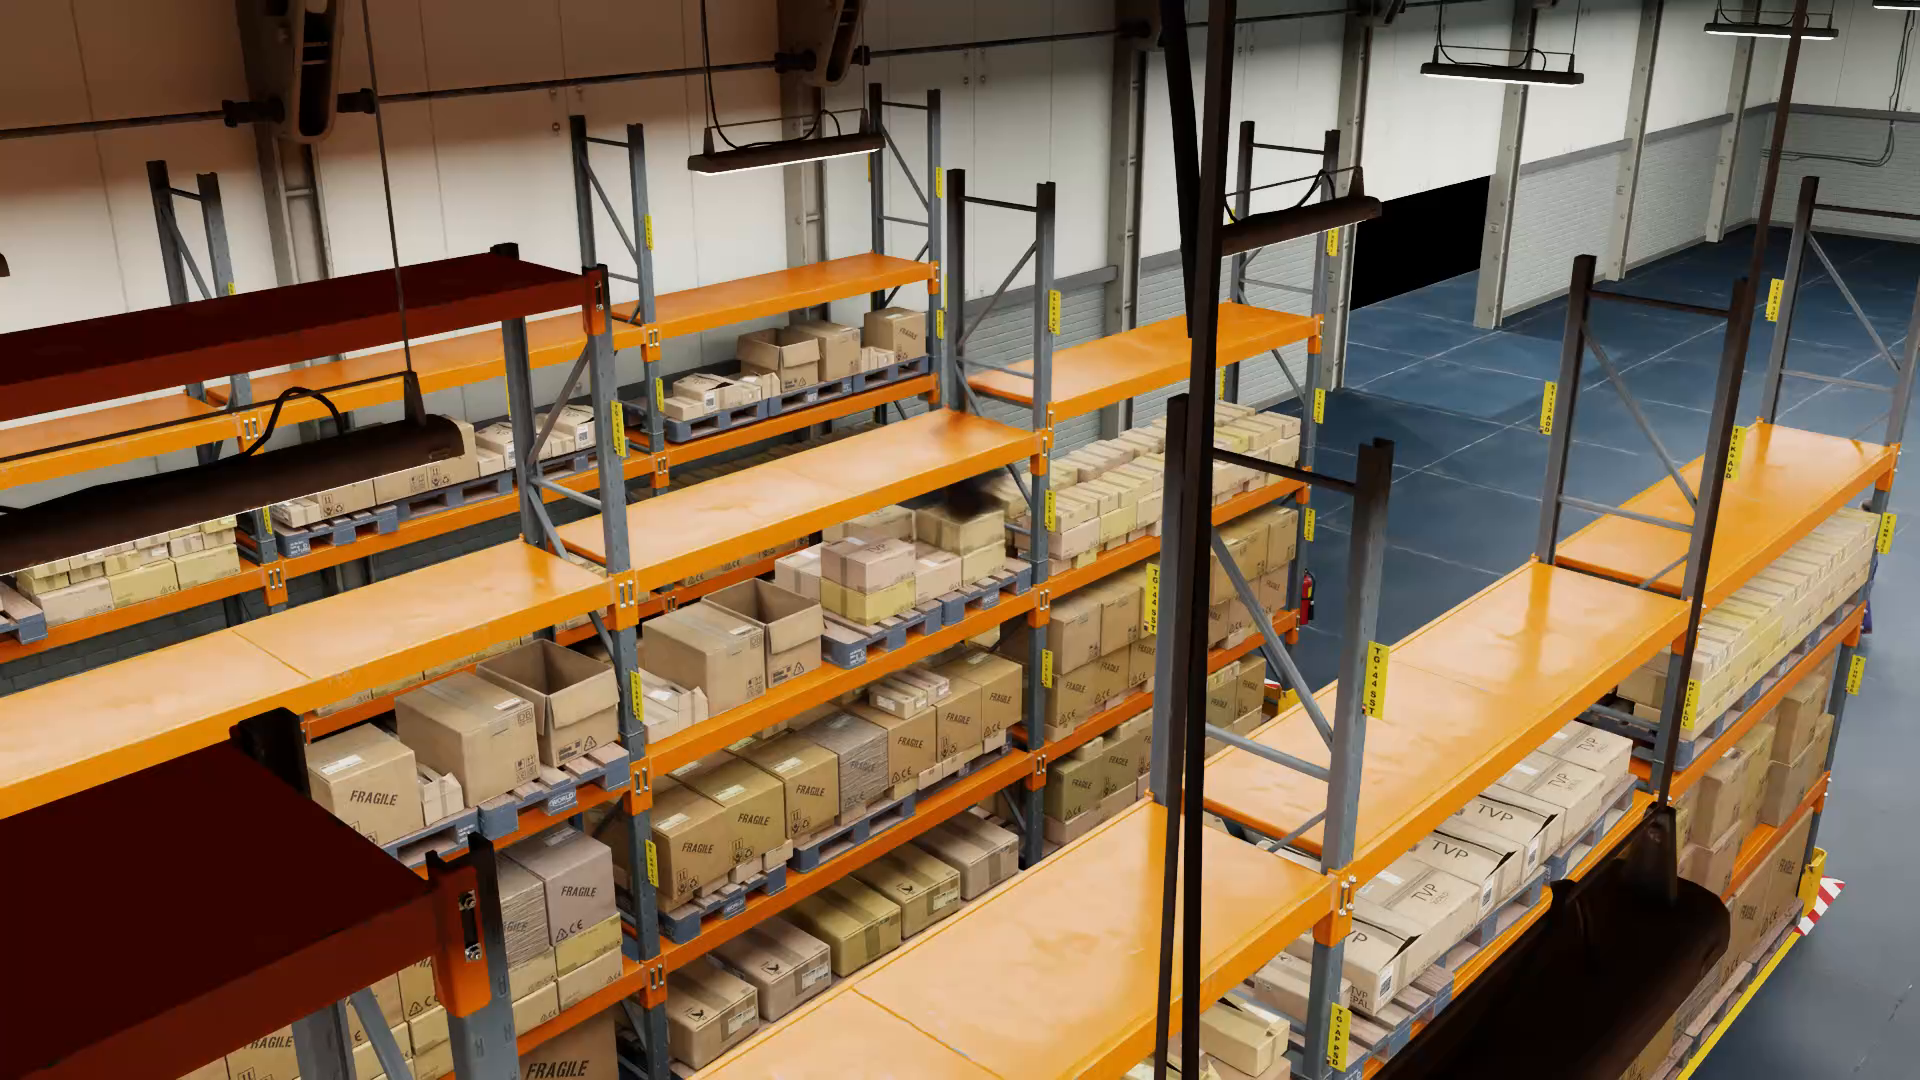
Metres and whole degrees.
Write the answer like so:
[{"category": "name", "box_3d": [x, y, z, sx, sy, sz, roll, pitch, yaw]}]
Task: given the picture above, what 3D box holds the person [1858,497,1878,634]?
[{"category": "person", "box_3d": [10.201, 0.314, 18.937, 0.590, 1.702, 0.726, -3, 21, -8]}]
